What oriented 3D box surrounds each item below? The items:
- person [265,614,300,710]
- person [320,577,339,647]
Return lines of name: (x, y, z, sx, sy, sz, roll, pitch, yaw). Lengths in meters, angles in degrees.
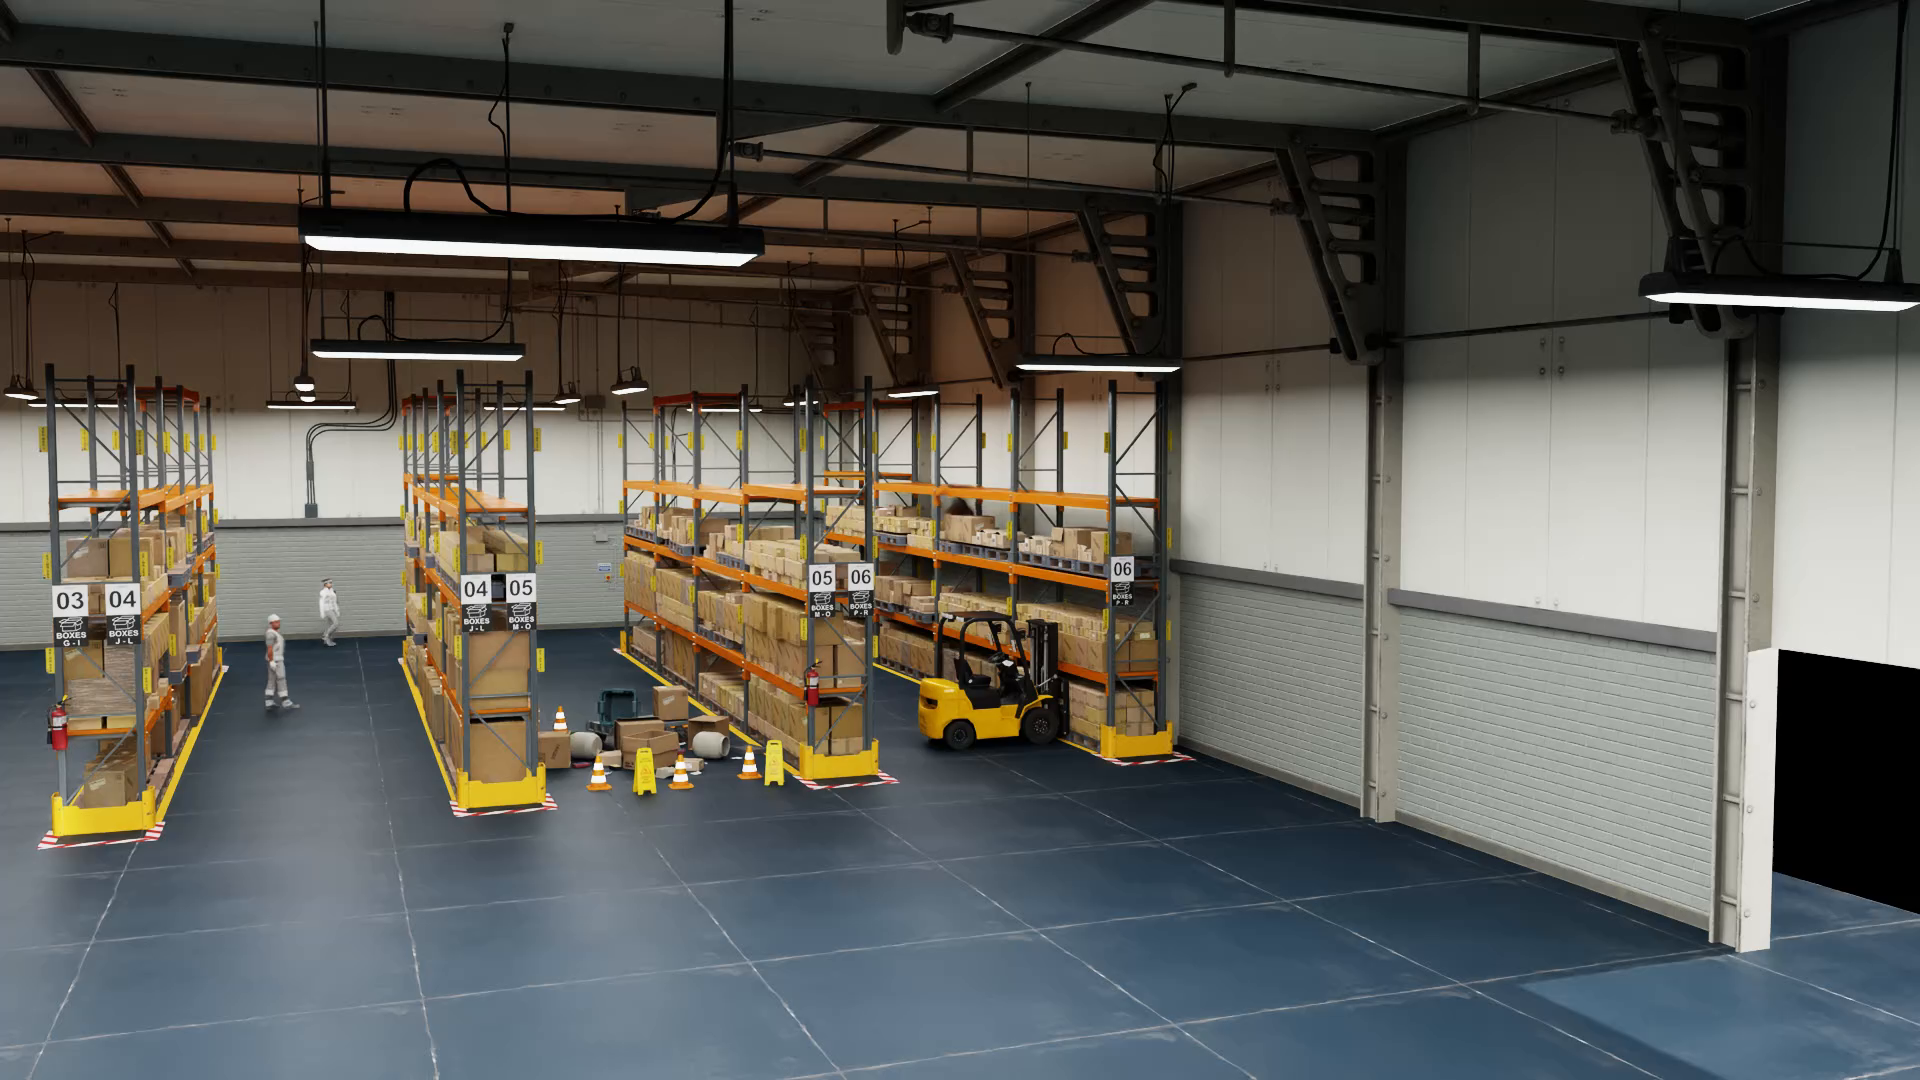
person: (-12.733, 2.282, 31.204, 0.577, 1.785, 0.555, -2, 4, -29)
person: (-15.446, 1.759, 40.880, 0.438, 1.701, 0.477, 0, 3, -1)
